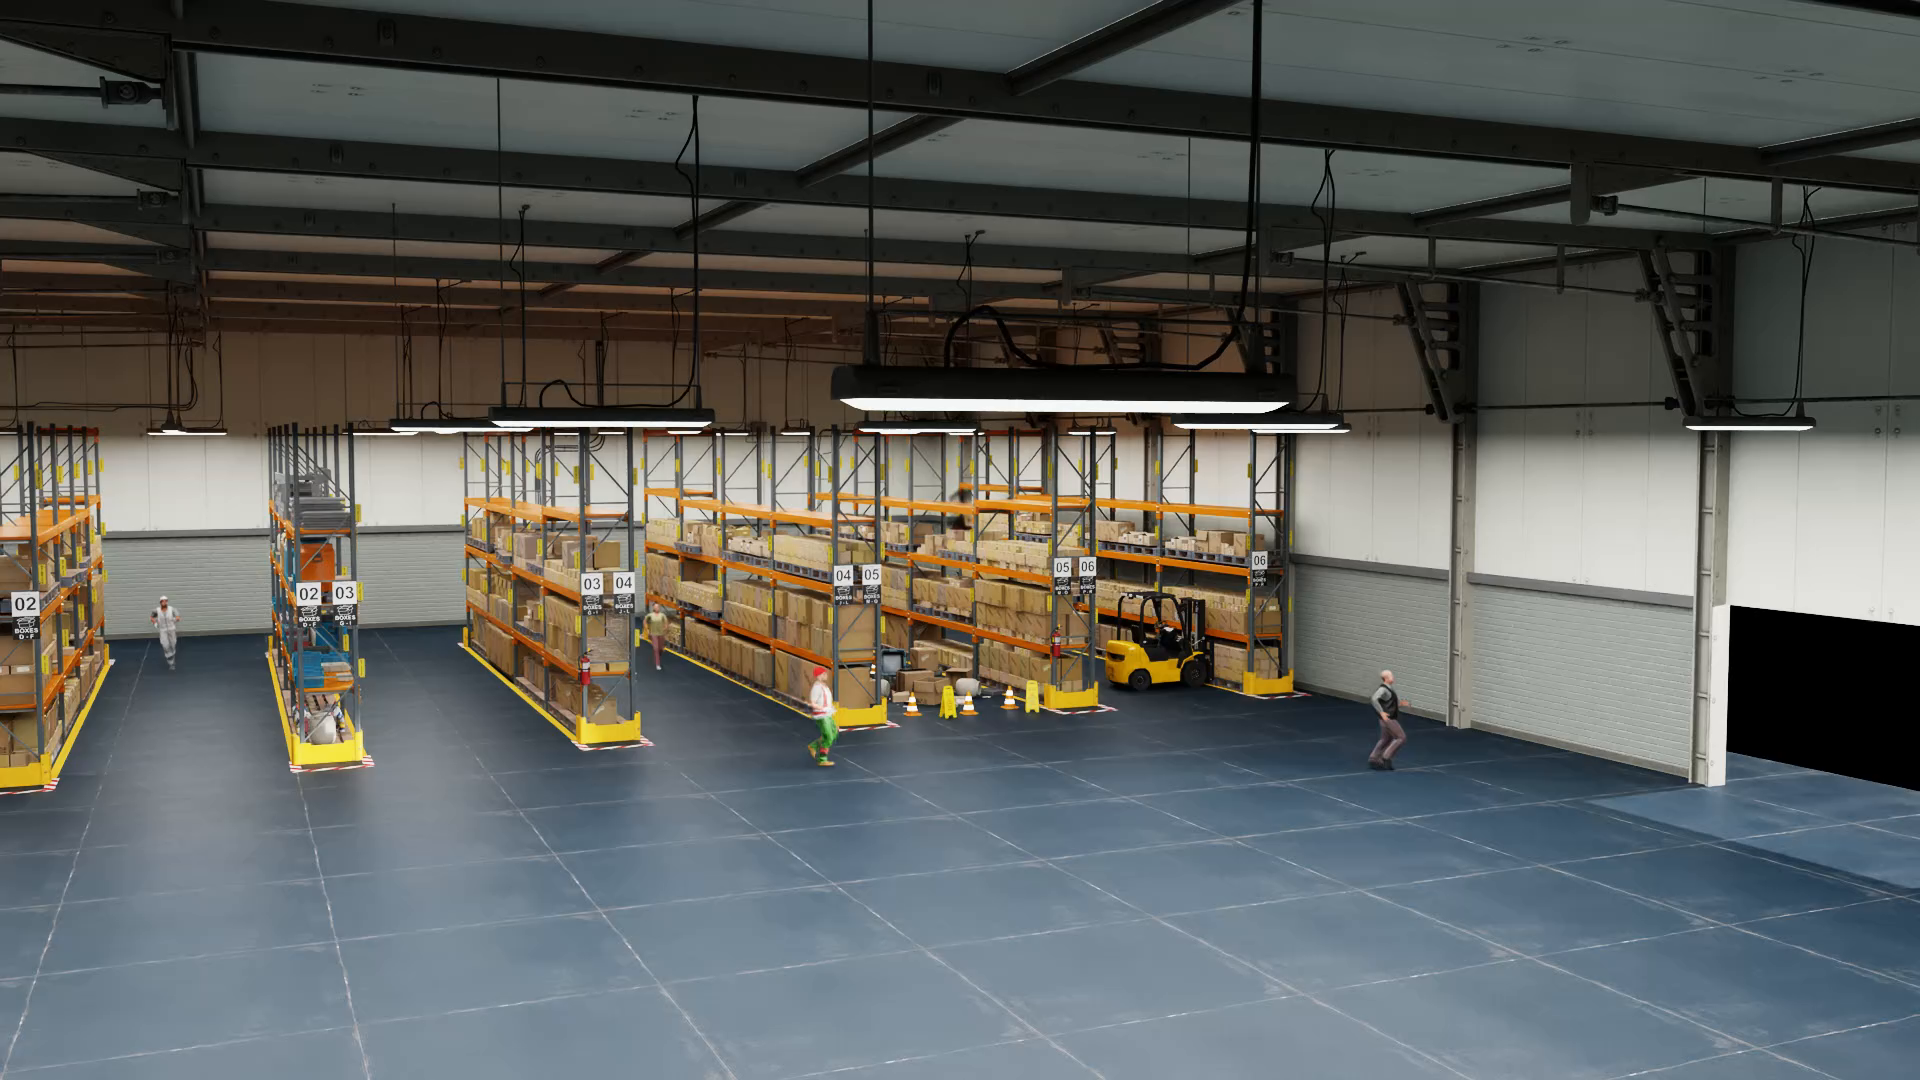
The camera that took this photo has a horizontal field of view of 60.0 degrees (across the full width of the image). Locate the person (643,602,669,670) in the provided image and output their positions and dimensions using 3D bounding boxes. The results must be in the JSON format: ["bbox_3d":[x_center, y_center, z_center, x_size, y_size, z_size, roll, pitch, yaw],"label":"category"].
[{"bbox_3d":[-7.542,2.361,41.316,0.604,1.647,0.907,-1,4,-21],"label":"person"}]

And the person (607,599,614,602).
[{"bbox_3d":[-9.781,2.139,46.288,0.573,1.551,0.595,-1,4,-14],"label":"person"}]

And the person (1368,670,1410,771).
[{"bbox_3d":[7.408,3.112,28.701,0.693,1.718,0.629,1,4,15],"label":"person"}]

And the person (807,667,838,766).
[{"bbox_3d":[-2.405,3.077,29.039,0.615,1.738,0.652,1,4,13],"label":"person"}]

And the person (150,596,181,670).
[{"bbox_3d":[-19.744,2.302,41.368,0.657,1.828,0.842,-2,4,-34],"label":"person"}]
